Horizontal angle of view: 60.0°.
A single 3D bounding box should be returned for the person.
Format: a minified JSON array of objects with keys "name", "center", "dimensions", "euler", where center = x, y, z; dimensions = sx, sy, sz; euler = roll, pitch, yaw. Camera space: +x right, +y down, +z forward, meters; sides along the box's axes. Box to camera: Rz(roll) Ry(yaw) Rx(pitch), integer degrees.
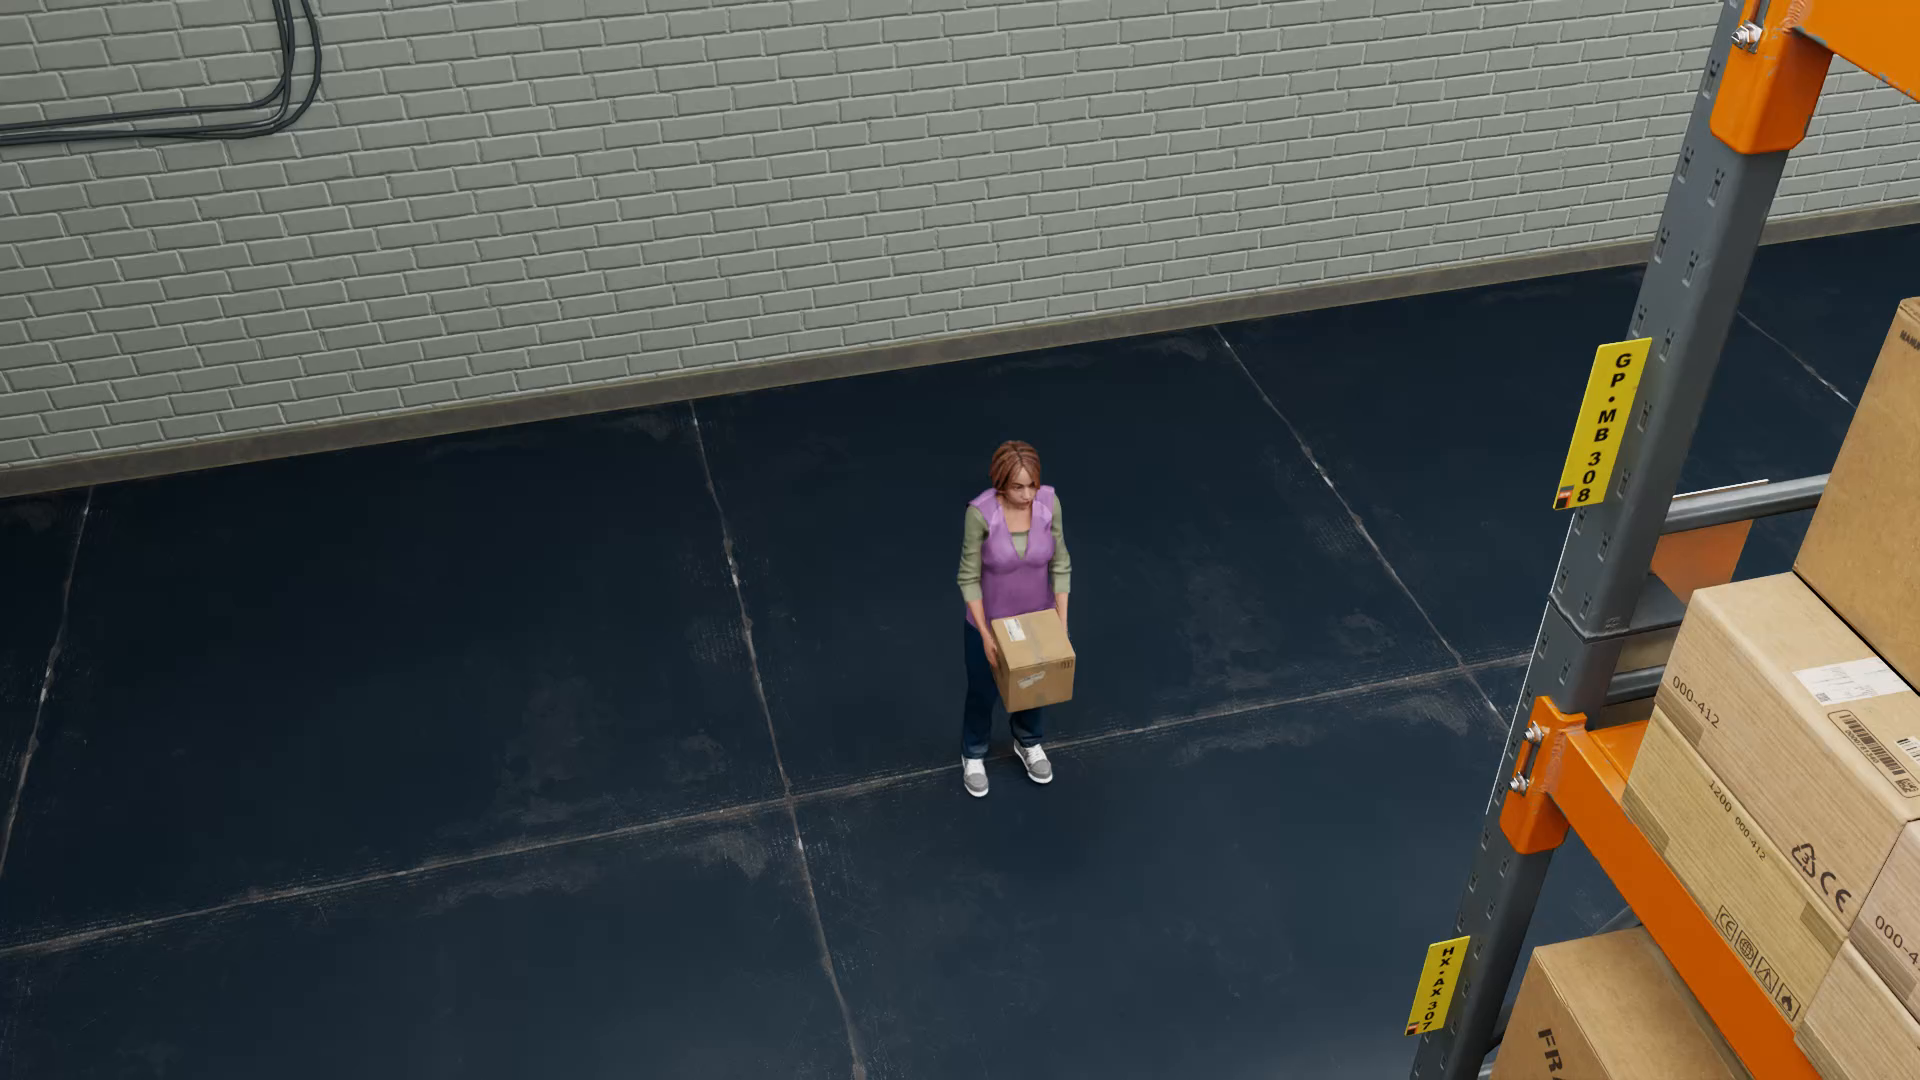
[{"name":"person","center":[0.208,0.316,6.318],"dimensions":[0.444,1.603,0.411],"euler":[-10,40,-12]}]
